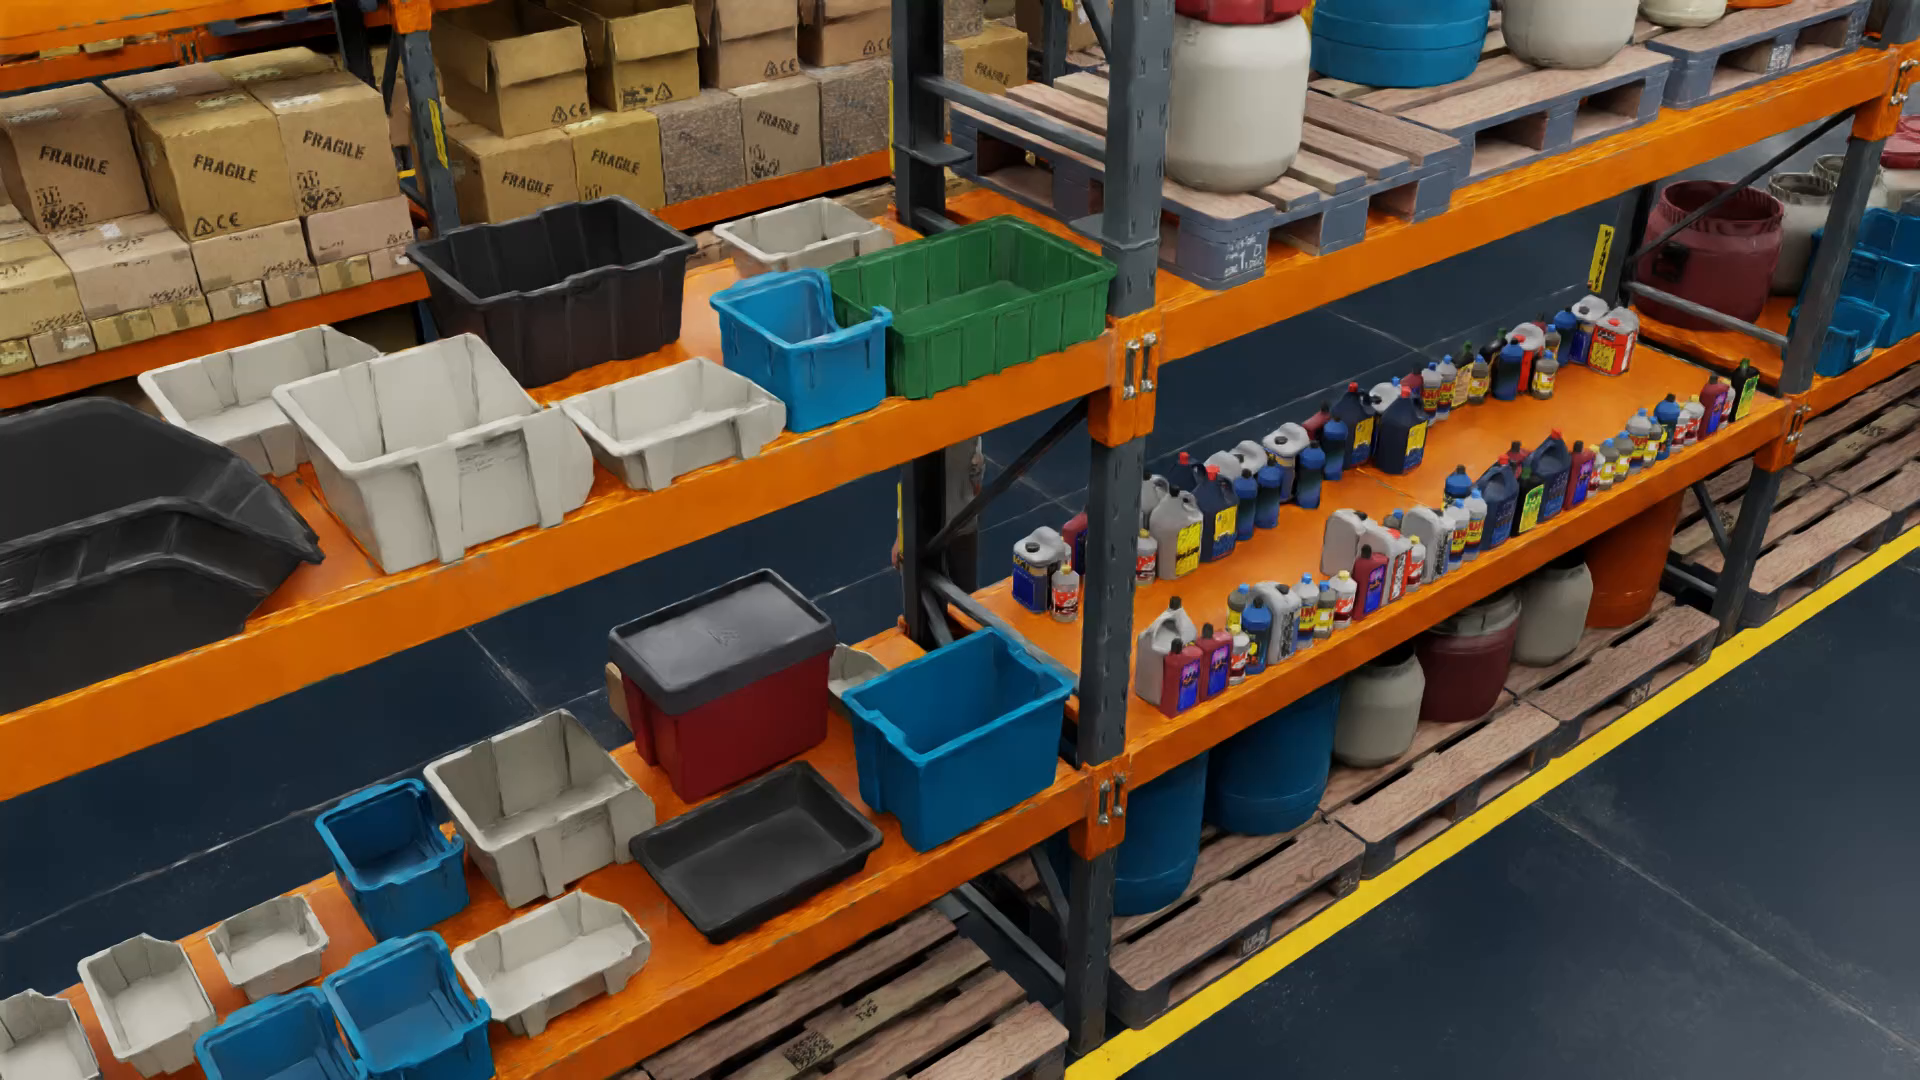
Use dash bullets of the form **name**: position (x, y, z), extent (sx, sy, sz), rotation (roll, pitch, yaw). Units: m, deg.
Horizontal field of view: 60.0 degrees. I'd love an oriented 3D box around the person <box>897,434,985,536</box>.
- **person**: position (-0.086, -0.304, 7.045), extent (0.465, 0.538, 0.300), rotation (-23, 39, -31)
